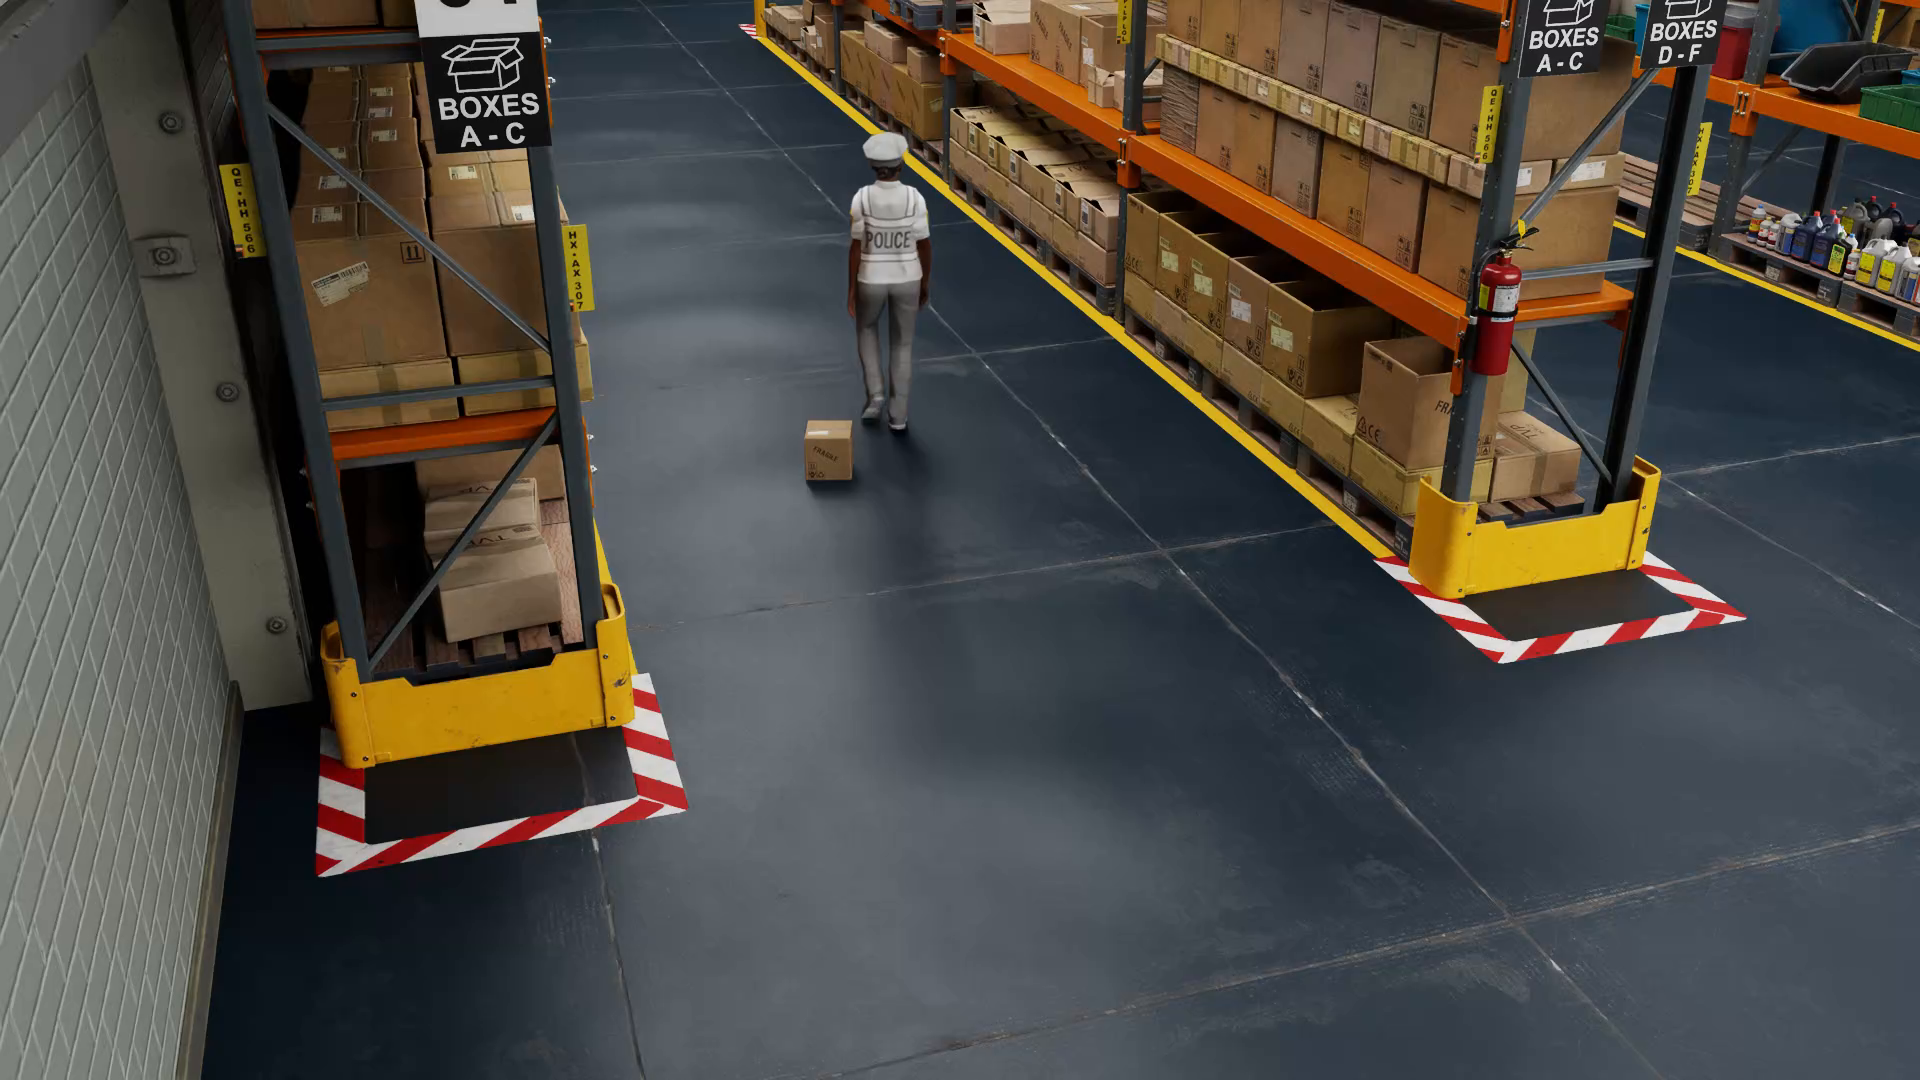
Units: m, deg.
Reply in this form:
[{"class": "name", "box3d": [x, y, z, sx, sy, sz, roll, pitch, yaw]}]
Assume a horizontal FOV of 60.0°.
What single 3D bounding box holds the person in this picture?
[{"class": "person", "box3d": [-0.403, -1.452, 9.500, 0.479, 1.729, 0.484, -1, 27, -1]}]
